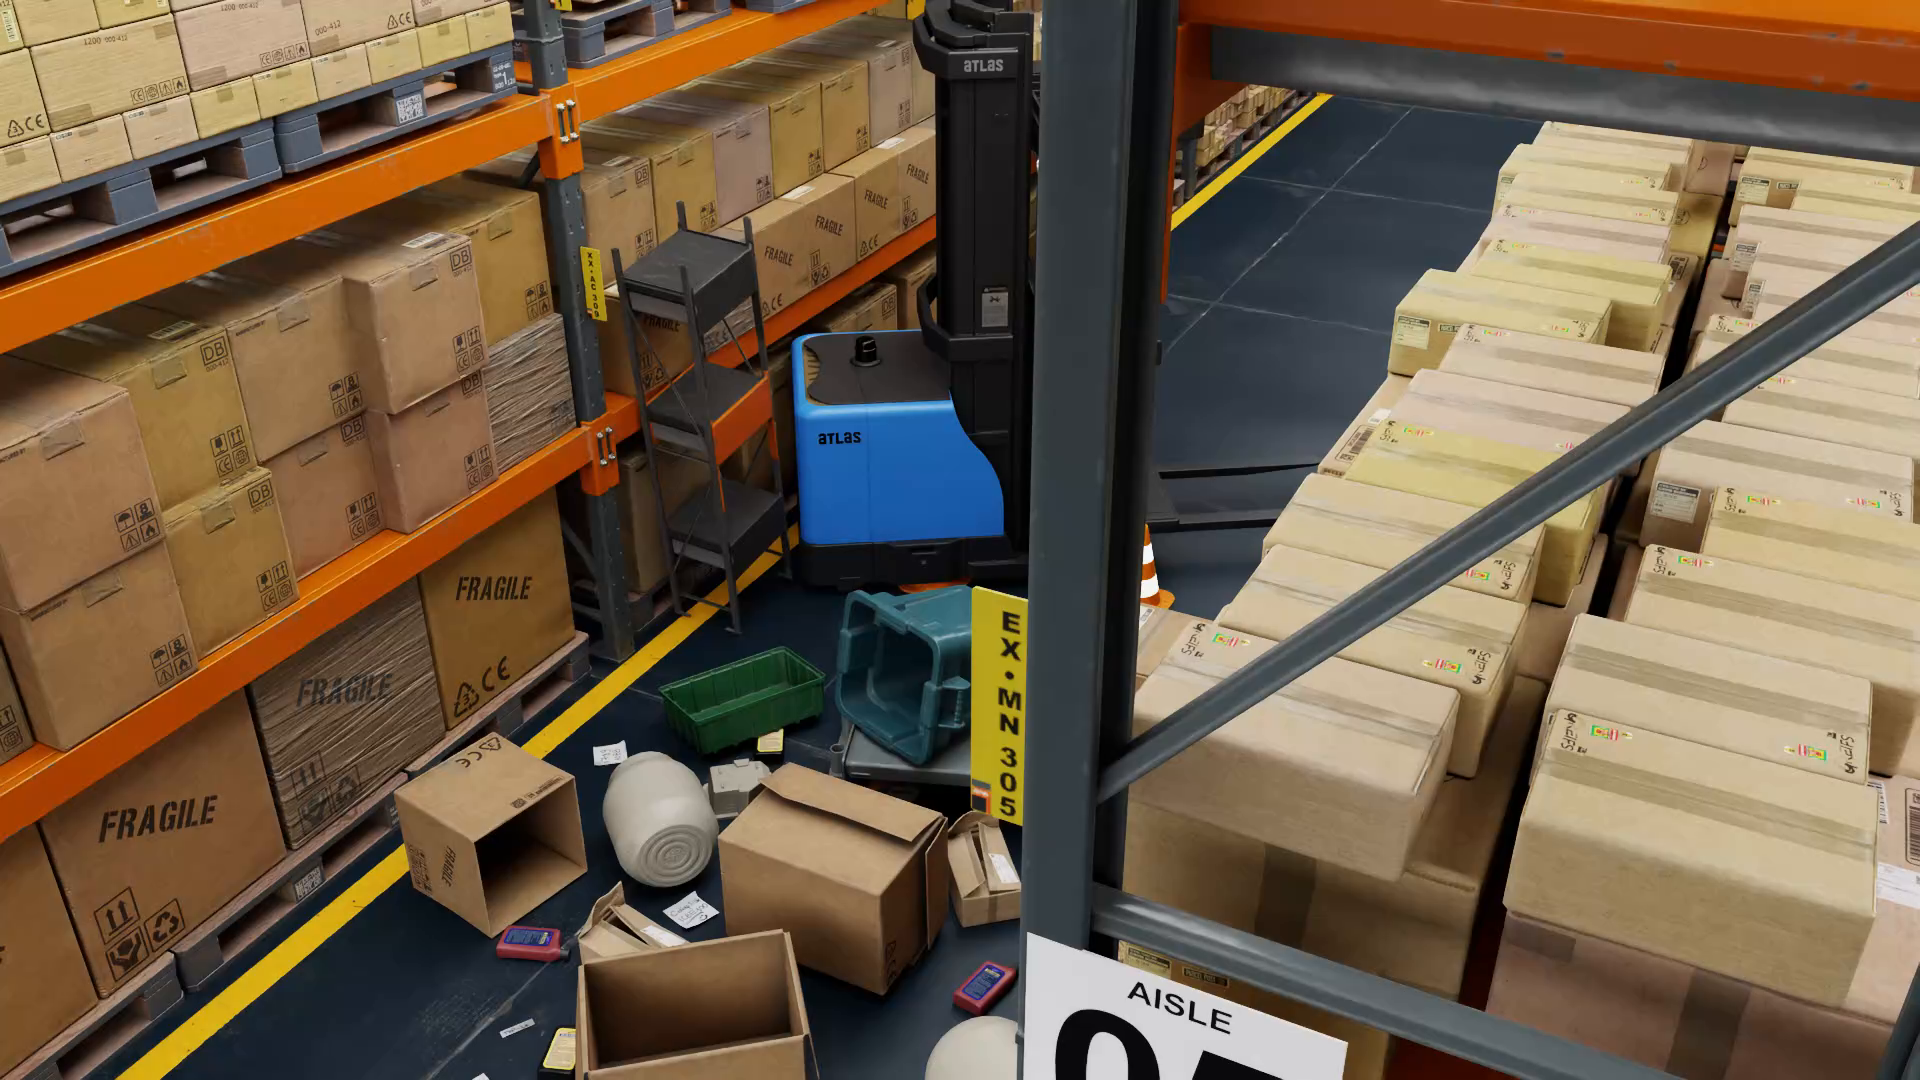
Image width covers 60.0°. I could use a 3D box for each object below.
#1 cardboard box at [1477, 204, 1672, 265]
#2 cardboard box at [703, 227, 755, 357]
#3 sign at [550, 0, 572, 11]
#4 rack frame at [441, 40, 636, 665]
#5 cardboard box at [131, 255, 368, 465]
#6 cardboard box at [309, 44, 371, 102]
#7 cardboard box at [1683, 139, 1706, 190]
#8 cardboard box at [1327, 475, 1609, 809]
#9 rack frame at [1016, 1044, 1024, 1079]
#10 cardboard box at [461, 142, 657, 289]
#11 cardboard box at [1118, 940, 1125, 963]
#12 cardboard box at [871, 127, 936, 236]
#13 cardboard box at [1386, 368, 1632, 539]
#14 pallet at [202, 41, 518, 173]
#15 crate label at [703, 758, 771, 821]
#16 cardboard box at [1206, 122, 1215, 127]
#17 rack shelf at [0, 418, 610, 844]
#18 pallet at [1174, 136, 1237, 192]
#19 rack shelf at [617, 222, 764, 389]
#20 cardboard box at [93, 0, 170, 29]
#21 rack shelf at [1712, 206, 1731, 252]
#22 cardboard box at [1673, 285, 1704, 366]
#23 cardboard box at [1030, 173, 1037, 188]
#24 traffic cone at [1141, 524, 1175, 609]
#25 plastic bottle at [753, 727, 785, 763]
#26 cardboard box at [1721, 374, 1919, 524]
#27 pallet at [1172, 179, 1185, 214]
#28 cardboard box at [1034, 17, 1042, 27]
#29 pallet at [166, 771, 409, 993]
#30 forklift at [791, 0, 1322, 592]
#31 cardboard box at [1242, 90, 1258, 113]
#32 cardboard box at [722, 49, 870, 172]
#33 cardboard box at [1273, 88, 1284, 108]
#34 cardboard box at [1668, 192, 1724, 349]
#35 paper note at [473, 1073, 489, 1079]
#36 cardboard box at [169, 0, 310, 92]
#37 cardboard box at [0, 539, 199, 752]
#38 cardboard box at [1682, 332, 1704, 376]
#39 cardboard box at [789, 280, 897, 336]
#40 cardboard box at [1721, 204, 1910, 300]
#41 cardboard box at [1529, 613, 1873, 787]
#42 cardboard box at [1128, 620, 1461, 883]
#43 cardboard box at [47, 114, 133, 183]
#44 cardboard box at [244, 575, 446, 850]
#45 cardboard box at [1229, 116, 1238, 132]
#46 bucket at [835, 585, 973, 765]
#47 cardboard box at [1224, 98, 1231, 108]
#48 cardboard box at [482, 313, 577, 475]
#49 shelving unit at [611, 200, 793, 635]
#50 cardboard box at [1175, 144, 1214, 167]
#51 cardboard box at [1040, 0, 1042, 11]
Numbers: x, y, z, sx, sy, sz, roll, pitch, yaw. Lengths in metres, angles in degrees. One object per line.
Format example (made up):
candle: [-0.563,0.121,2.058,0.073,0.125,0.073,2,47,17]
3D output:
cardboard box: [1.388,-0.630,3.775,0.380,0.149,0.250,14,33,23]
cardboard box: [-1.378,-1.266,8.341,0.500,0.500,0.500,15,33,24]
sign: [-1.592,-2.260,6.563,0.100,0.325,0.005,14,33,23]
rack frame: [-2.086,-0.826,7.677,1.000,3.000,0.127,14,33,23]
cardboard box: [-2.800,-0.725,6.266,0.875,0.550,0.550,14,33,23]
cardboard box: [-2.315,-1.670,5.863,0.380,0.149,0.250,14,33,23]
cardboard box: [1.840,-1.098,4.590,0.380,0.149,0.250,15,33,25]
cardboard box: [0.780,0.153,2.812,0.500,0.250,0.500,14,33,23]
rack frame: [0.544,2.025,2.711,1.000,3.000,0.127,14,33,23]
cardboard box: [-1.865,-1.525,7.788,0.700,0.500,0.500,14,33,22]
cardboard box: [0.667,1.501,6.131,0.500,0.500,0.500,-12,32,-20]
cardboard box: [-0.459,-2.161,9.901,0.500,0.500,0.500,14,33,23]
cardboard box: [0.966,-0.160,2.956,0.380,0.149,0.250,14,33,23]
pallet: [-2.468,-1.728,6.324,1.003,0.211,1.213,14,33,23]
crate label: [-0.965,1.075,7.240,0.298,0.136,0.250,-7,31,-11]
cardboard box: [2.043,-3.668,14.768,0.380,0.149,0.250,15,33,24]
rack shelf: [-2.997,0.372,6.312,1.077,0.370,4.000,14,33,23]
pallet: [1.832,-3.469,15.079,1.003,0.211,1.213,14,33,23]
rack shelf: [-1.221,-1.073,7.578,0.431,0.518,0.480,17,42,22]
cardboard box: [-2.661,-1.682,5.083,0.380,0.149,0.250,15,33,24]
rack shelf: [3.277,-1.624,6.775,1.077,0.370,4.000,14,33,23]
cardboard box: [1.822,-0.619,4.556,0.380,0.149,0.250,14,33,23]
cardboard box: [0.496,-2.498,11.924,0.500,0.250,0.500,14,33,23]
traffic cone: [0.927,0.129,8.560,0.336,0.463,0.334,14,33,23]
plastic bottle: [-0.869,0.913,7.599,0.133,0.061,0.283,-1,30,-3]
cardboard box: [1.557,-0.159,2.954,0.380,0.149,0.250,15,33,25]
pallet: [1.205,-2.818,13.945,1.003,0.211,1.213,14,33,23]
cardboard box: [0.597,-3.557,11.665,0.380,0.149,0.250,16,33,26]
pallet: [-3.057,1.245,6.870,1.003,0.211,1.213,14,33,23]
forklift: [0.621,-1.305,8.580,3.031,2.935,1.130,-3,30,-5]
cardboard box: [2.565,-4.118,15.550,0.380,0.149,0.250,14,33,23]
cardboard box: [-0.939,-2.427,9.360,0.700,0.500,0.500,14,33,23]
cardboard box: [2.941,-4.337,16.231,0.380,0.149,0.250,13,32,21]
cardboard box: [1.695,-0.749,4.382,0.500,0.250,0.500,14,33,23]
paper note: [-1.702,1.944,5.836,0.142,0.017,0.144,-25,38,-36]
cardboard box: [-2.542,-1.695,5.507,0.500,0.250,0.500,14,33,23]
cardboard box: [-3.182,0.239,5.672,0.875,0.550,0.550,14,33,23]
cardboard box: [1.713,-0.180,3.392,0.500,0.250,0.500,15,33,24]
cardboard box: [-1.017,-1.168,10.109,1.050,0.750,0.750,15,33,24]
cardboard box: [1.955,-0.630,3.775,0.380,0.149,0.250,14,33,22]
cardboard box: [0.988,0.261,2.223,0.380,0.149,0.250,14,33,23]
cardboard box: [0.435,0.271,2.206,0.380,0.149,0.250,15,33,24]
cardboard box: [-2.777,-1.222,5.084,0.380,0.149,0.250,15,33,24]
cardboard box: [-2.842,0.576,6.946,0.875,0.875,0.875,15,33,24]
cardboard box: [2.361,-3.898,15.467,0.380,0.149,0.250,13,32,21]
bucket: [-0.096,0.517,7.098,0.620,0.611,0.726,-14,31,-42]
cardboard box: [2.247,-4.035,15.108,0.380,0.149,0.250,13,32,22]
cardboard box: [-2.244,-0.725,7.350,0.875,0.550,0.550,14,33,23]
shelving unit: [-1.201,-0.535,8.004,0.431,2.100,0.503,17,42,22]
cardboard box: [2.010,-3.407,14.612,0.380,0.149,0.250,13,32,21]
cardboard box: [0.496,-4.172,12.736,0.380,0.149,0.250,14,33,23]
